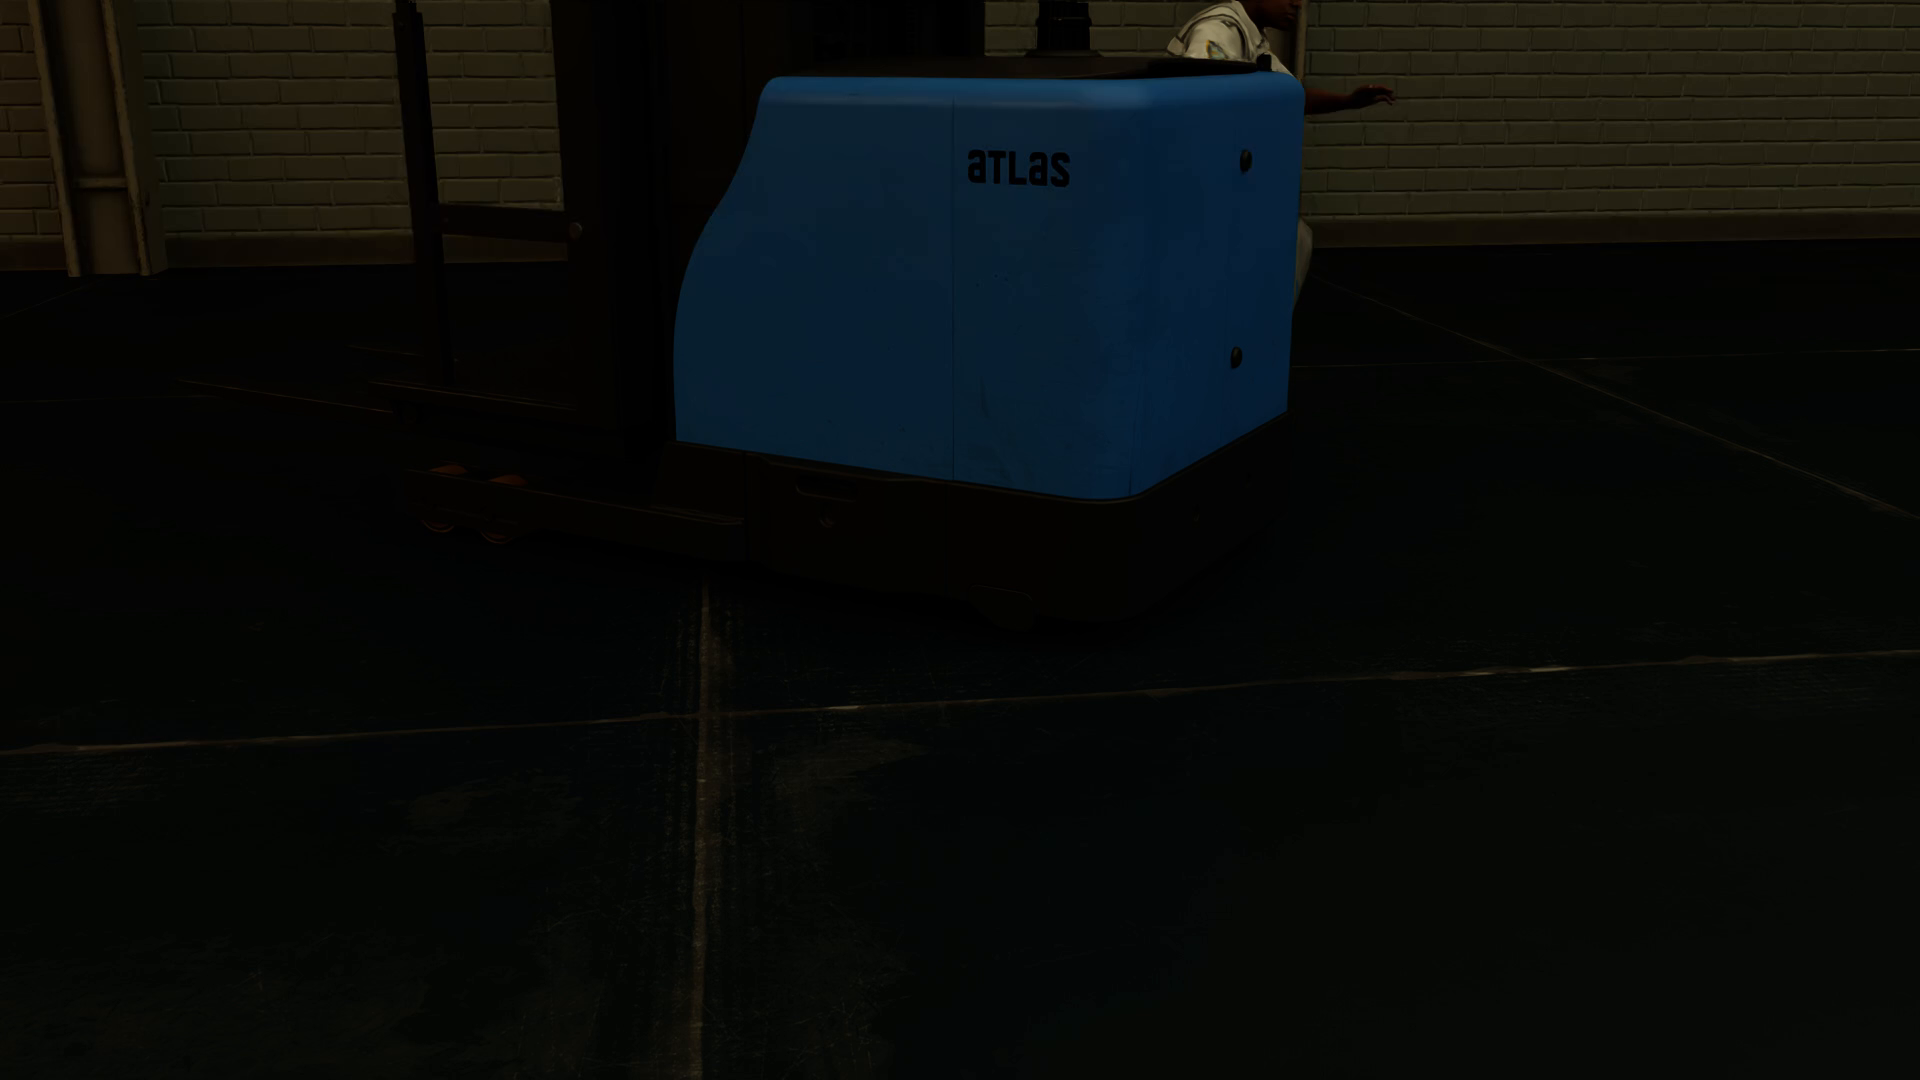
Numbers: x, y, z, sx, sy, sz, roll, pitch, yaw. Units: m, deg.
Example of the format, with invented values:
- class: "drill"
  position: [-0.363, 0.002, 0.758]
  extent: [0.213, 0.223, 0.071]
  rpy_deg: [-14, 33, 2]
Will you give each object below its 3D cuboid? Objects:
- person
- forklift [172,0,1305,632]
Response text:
- class: "person"
  position: [0.844, -0.996, 4.830]
  extent: [0.848, 1.432, 0.899]
  rpy_deg: [0, 17, 1]
- class: "forklift"
  position: [-0.753, -1.512, 3.905]
  extent: [3.031, 2.935, 1.130]
  rpy_deg: [9, 19, 28]
